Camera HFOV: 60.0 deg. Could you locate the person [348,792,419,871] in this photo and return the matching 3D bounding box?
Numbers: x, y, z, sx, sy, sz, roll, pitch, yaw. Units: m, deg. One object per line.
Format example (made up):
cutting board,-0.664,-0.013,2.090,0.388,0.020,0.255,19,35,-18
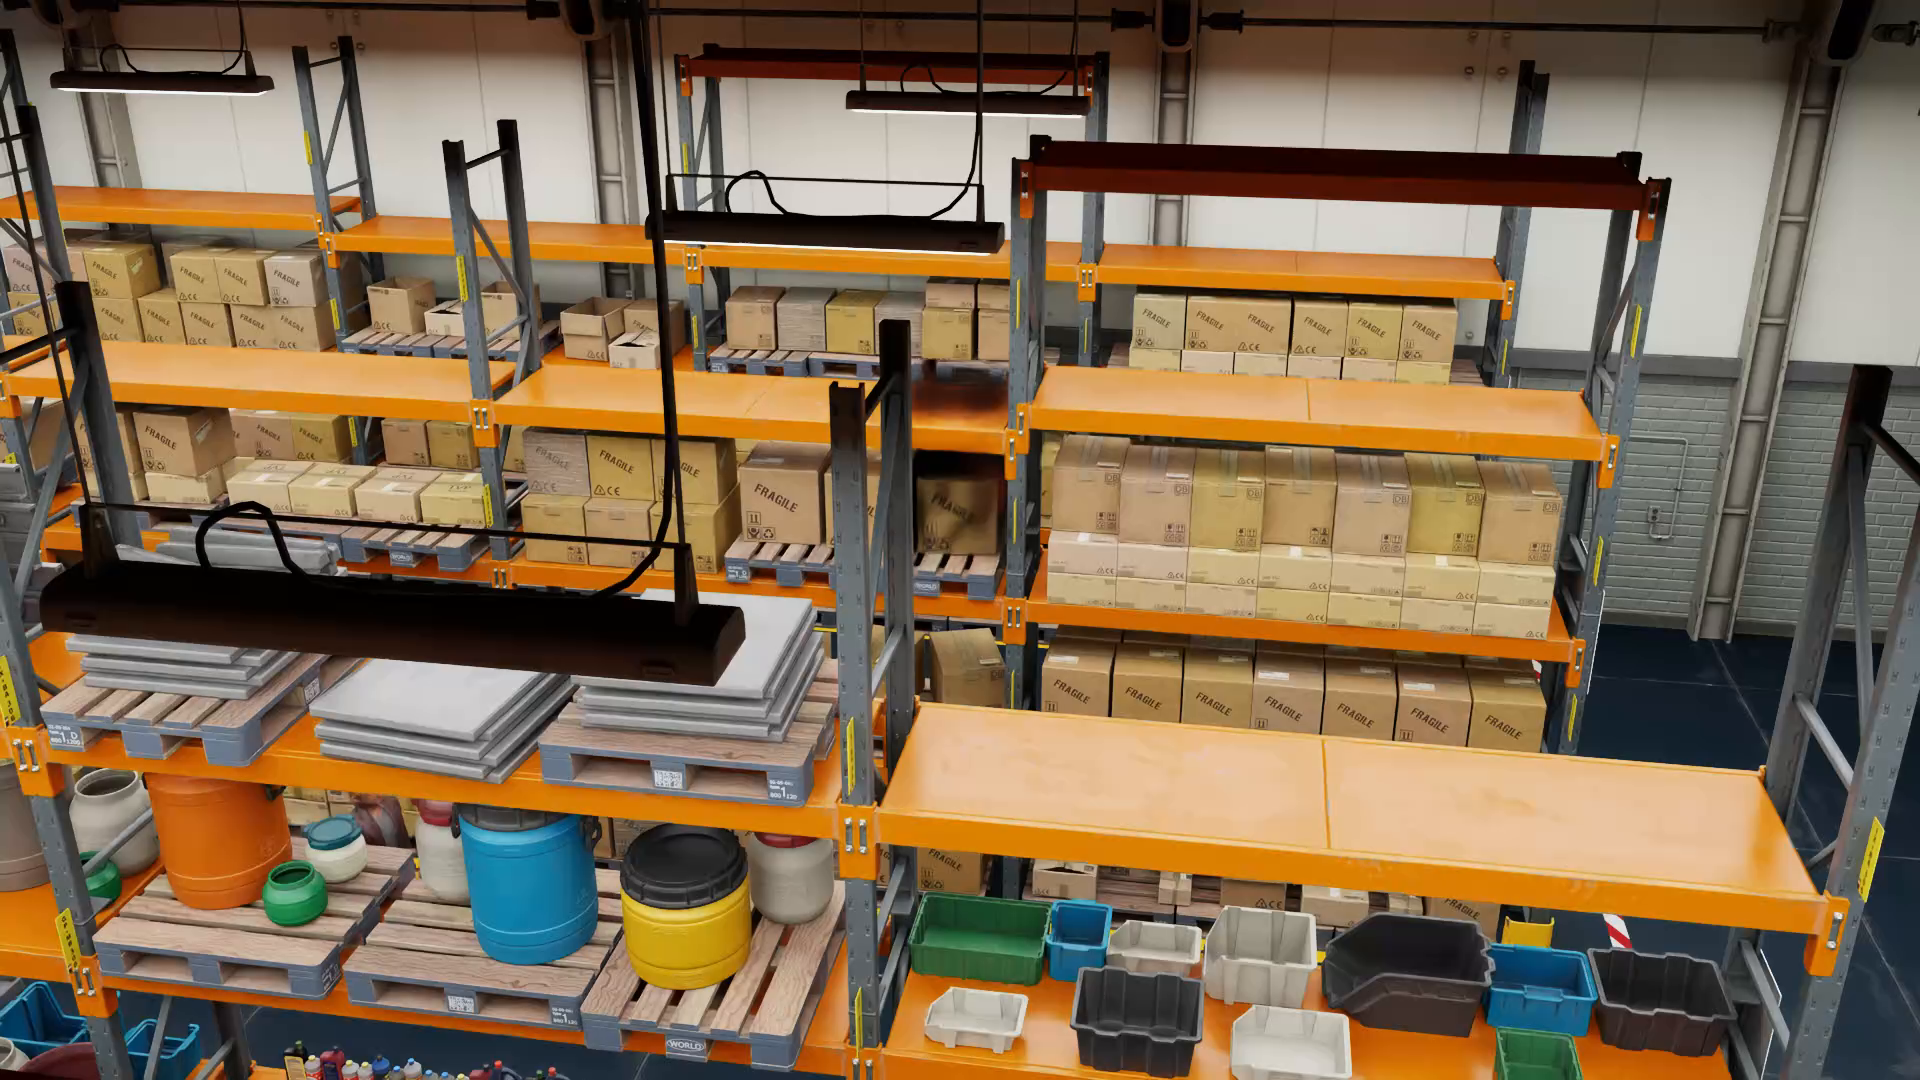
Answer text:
person,-4.118,2.507,11.987,0.570,1.841,0.696,-19,30,-38
